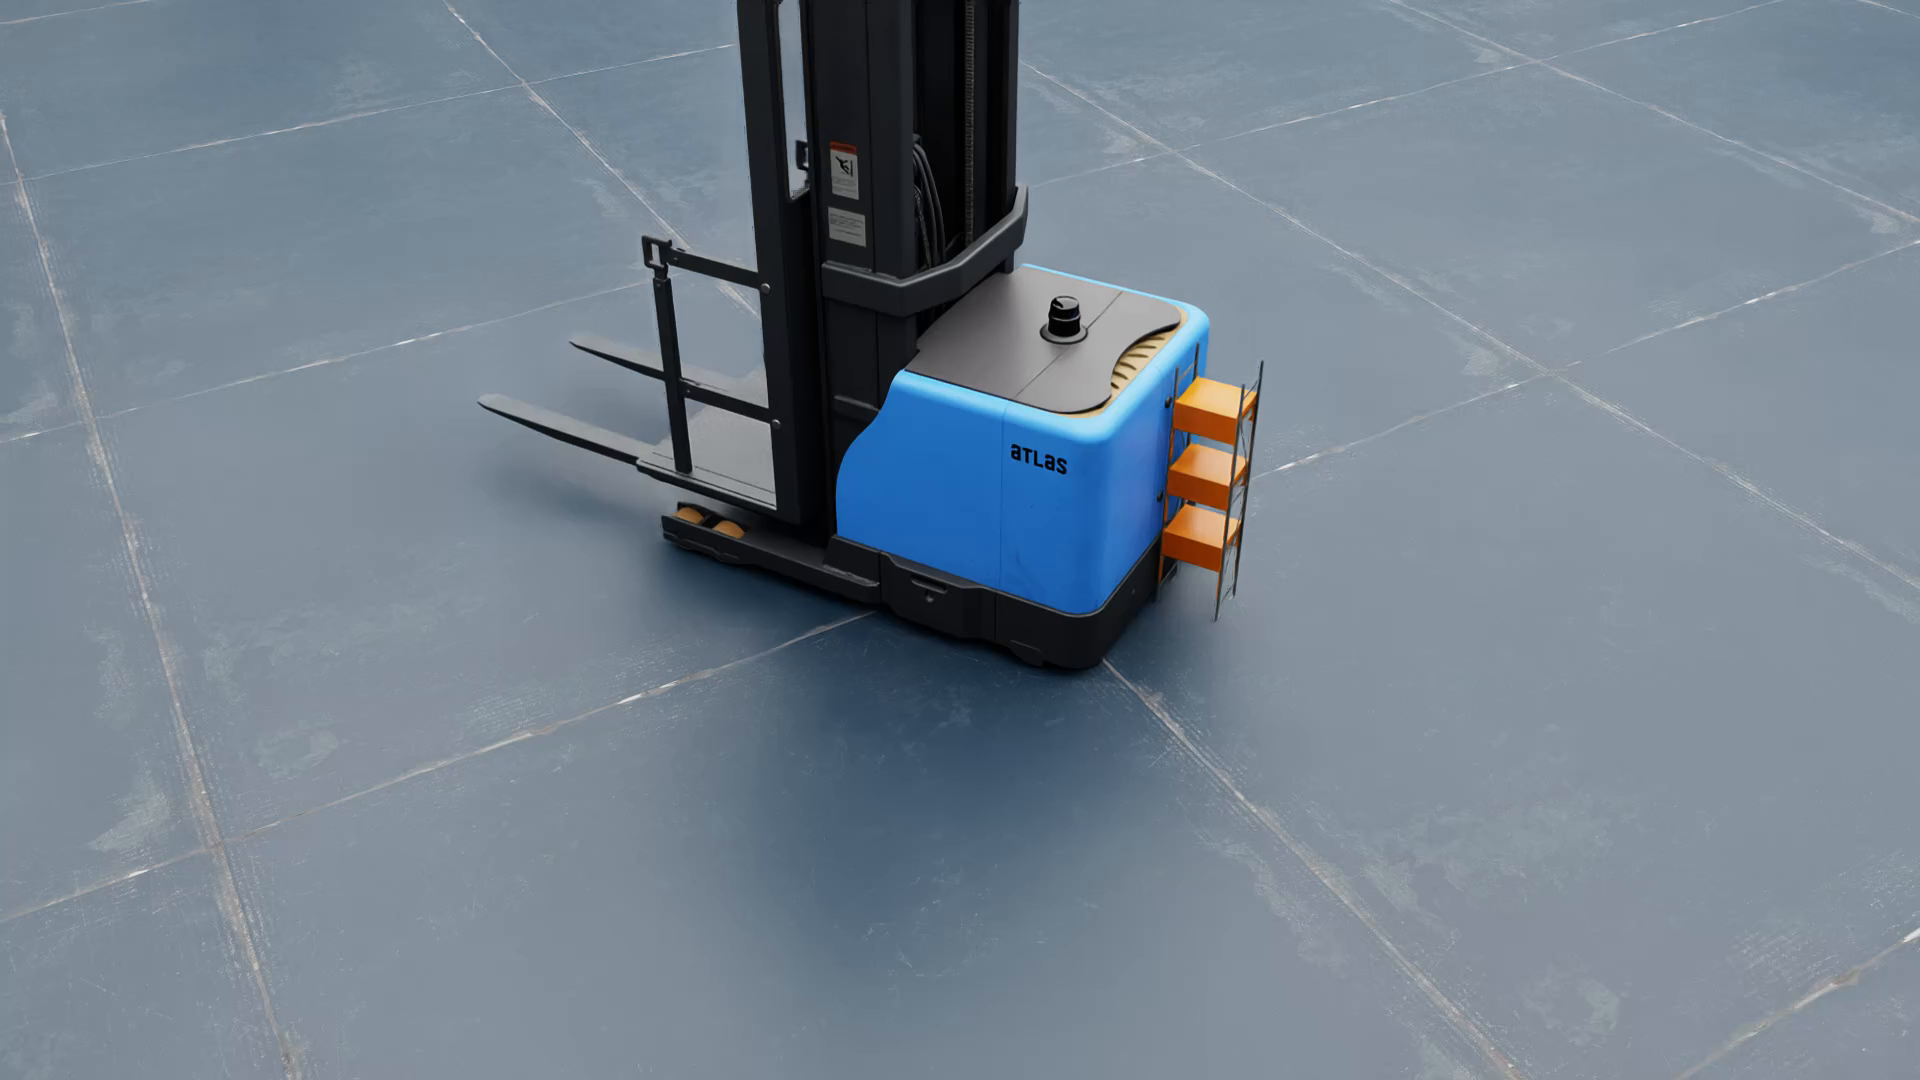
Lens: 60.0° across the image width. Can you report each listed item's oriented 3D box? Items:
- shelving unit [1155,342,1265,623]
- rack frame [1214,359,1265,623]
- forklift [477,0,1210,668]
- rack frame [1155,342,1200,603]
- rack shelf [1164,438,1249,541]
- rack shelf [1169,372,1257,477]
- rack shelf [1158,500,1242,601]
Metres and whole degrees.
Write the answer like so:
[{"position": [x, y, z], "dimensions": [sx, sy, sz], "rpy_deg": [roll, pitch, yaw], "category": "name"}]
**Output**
[{"position": [0.912, -0.196, 6.129], "dimensions": [0.252, 1.050, 0.215], "rpy_deg": [18, 40, 23], "category": "shelving unit"}, {"position": [1.019, -0.161, 6.081], "dimensions": [0.008, 1.050, 0.200], "rpy_deg": [18, 40, 23], "category": "rack frame"}, {"position": [-0.608, -1.343, 6.104], "dimensions": [3.031, 2.935, 1.130], "rpy_deg": [18, 40, 23], "category": "forklift"}, {"position": [0.805, -0.231, 6.177], "dimensions": [0.008, 1.050, 0.200], "rpy_deg": [18, 40, 23], "category": "rack frame"}, {"position": [0.912, -0.188, 6.135], "dimensions": [0.240, 0.259, 0.215], "rpy_deg": [18, 40, 23], "category": "rack shelf"}, {"position": [0.912, -0.417, 5.968], "dimensions": [0.240, 0.259, 0.215], "rpy_deg": [18, 40, 23], "category": "rack shelf"}, {"position": [0.912, 0.037, 6.299], "dimensions": [0.240, 0.259, 0.215], "rpy_deg": [18, 40, 23], "category": "rack shelf"}]
